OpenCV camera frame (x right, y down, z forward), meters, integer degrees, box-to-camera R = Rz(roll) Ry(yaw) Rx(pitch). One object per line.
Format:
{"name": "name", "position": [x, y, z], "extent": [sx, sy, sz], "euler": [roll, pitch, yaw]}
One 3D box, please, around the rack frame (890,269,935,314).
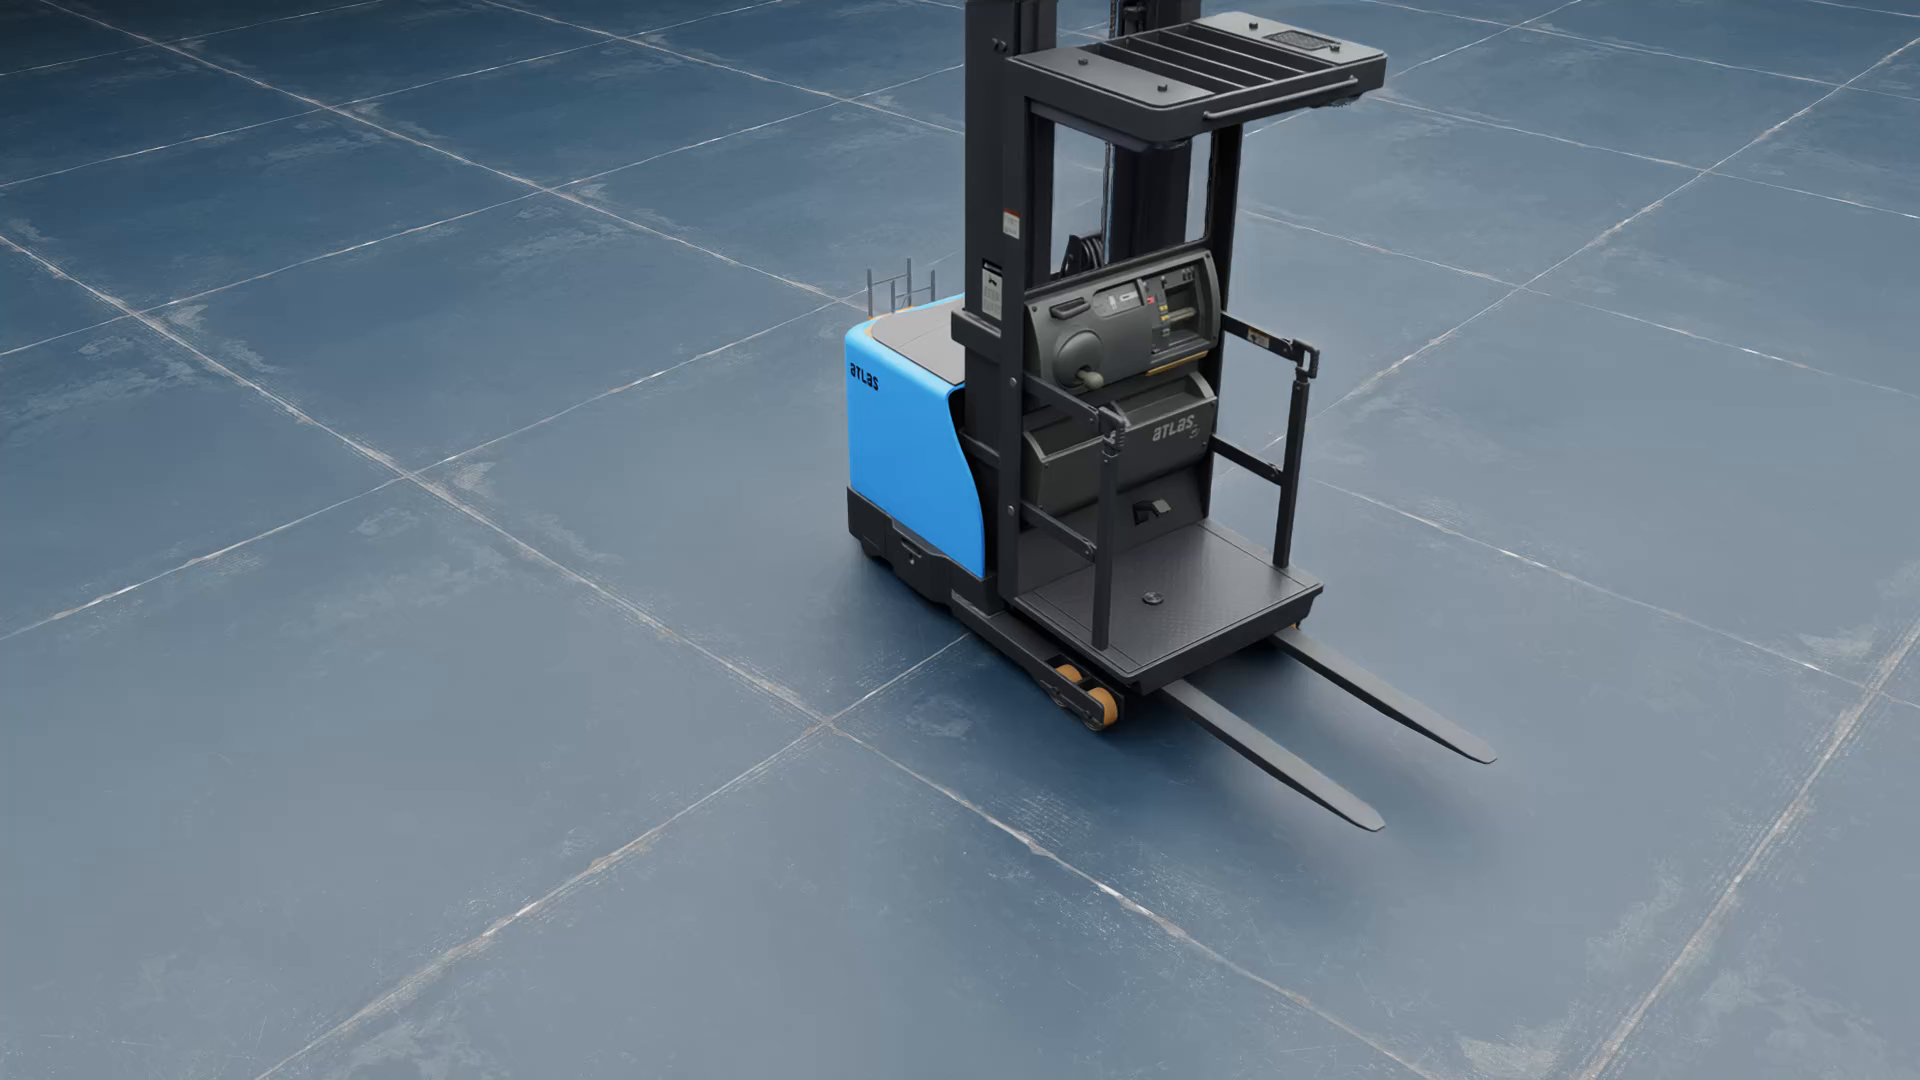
{"name": "rack frame", "position": [-0.209, -0.660, 7.684], "extent": [0.240, 1.200, 0.006], "euler": [-21, 37, -31]}

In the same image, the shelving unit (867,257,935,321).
{"name": "shelving unit", "position": [-0.264, -0.698, 7.746], "extent": [0.258, 1.200, 0.189], "euler": [-21, 37, -31]}

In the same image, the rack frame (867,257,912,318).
{"name": "rack frame", "position": [-0.319, -0.736, 7.809], "extent": [0.240, 1.200, 0.006], "euler": [-21, 37, -31]}

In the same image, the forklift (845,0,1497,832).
{"name": "forklift", "position": [0.770, -0.799, 6.235], "extent": [1.130, 2.935, 3.031], "euler": [-21, 37, -31]}

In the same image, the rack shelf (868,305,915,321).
{"name": "rack shelf", "position": [-0.264, -0.968, 7.584], "extent": [0.258, 0.103, 0.180], "euler": [-21, 37, -31]}
